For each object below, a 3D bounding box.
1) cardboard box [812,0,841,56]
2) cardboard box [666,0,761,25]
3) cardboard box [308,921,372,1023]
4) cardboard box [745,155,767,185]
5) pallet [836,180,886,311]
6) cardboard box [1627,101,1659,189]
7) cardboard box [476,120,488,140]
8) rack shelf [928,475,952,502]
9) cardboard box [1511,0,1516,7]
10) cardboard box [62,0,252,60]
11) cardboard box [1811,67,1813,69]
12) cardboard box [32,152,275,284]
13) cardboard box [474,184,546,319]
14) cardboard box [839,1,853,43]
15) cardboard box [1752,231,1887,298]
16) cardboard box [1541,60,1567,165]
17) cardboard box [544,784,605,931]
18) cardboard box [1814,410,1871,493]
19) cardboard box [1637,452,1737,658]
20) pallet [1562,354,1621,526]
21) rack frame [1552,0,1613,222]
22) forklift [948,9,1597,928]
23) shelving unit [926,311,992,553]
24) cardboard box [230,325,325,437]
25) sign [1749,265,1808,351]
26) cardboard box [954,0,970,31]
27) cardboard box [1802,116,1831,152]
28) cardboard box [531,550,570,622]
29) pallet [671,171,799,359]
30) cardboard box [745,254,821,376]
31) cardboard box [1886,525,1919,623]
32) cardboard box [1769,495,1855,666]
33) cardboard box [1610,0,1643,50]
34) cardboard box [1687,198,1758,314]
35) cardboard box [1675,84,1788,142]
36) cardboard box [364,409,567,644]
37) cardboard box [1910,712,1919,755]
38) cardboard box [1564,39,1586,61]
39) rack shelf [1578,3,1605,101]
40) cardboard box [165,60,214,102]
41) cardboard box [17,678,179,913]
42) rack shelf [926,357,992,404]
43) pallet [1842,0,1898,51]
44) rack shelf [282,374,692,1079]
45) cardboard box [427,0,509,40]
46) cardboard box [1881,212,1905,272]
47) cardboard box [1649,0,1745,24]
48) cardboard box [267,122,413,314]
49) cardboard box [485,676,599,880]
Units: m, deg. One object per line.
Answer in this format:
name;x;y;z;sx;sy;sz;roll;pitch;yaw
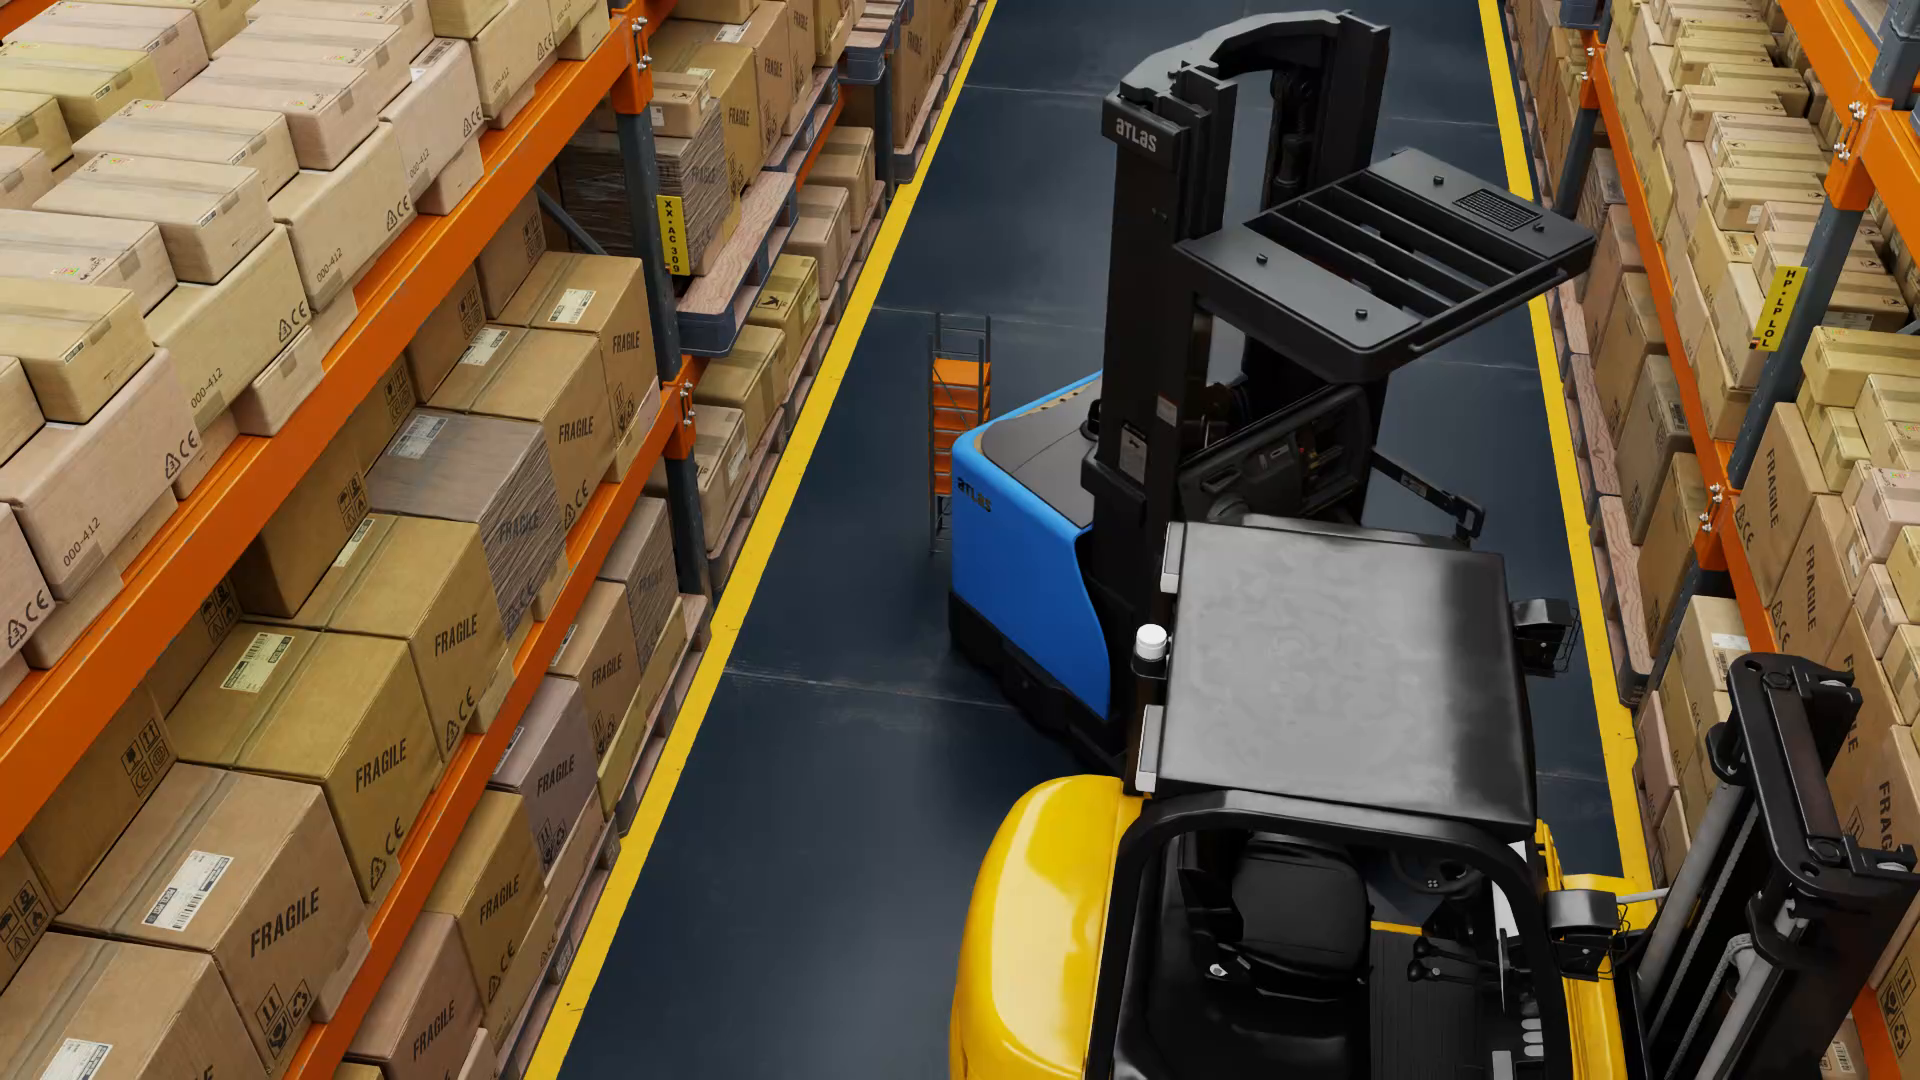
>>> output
cardboard box;-0.882;-2.718;8.139;0.500;0.500;0.500;4;40;5
cardboard box;-1.088;-2.365;7.203;0.380;0.149;0.250;9;40;10
cardboard box;-1.789;1.094;4.367;0.380;0.149;0.250;7;40;8
cardboard box;-1.086;-1.727;7.449;0.380;0.149;0.250;7;40;8
pallet;-1.049;-1.796;9.854;1.003;0.211;1.213;6;40;8
cardboard box;3.486;-1.868;7.870;0.500;0.250;0.500;5;40;6
cardboard box;-1.600;-1.213;4.803;0.380;0.149;0.250;5;40;6
rack shelf;-0.002;-0.234;7.635;0.258;0.103;0.180;6;40;8
cardboard box;4.364;-4.247;12.261;0.500;0.500;0.500;8;40;10
cardboard box;-2.116;-1.402;4.405;0.380;0.149;0.250;5;40;6
cardboard box;4.024;-2.063;7.401;0.380;0.149;0.250;6;40;7
cardboard box;-1.711;-0.688;3.543;0.380;0.149;0.250;7;40;9
cardboard box;-1.894;-1.137;5.772;0.700;0.500;0.500;6;40;7
cardboard box;-0.763;-2.698;8.624;0.380;0.149;0.250;5;40;6
cardboard box;3.153;-0.998;6.112;0.380;0.149;0.250;6;40;7
cardboard box;3.936;-2.617;10.290;0.500;0.500;0.500;6;40;7
cardboard box;-1.617;1.101;5.989;0.500;0.250;0.500;7;40;8
cardboard box;2.928;-0.261;5.221;0.380;0.149;0.250;7;40;9
cardboard box;3.365;0.119;6.883;0.875;0.625;0.625;8;40;10
pallet;3.583;-0.466;8.245;1.003;0.211;1.213;6;40;8
rack frame;3.978;-2.816;8.899;1.000;3.000;0.127;6;40;8
forklift;1.251;-0.156;5.735;1.130;2.935;3.031;-26;46;-28
shelving unit;-0.002;-0.453;7.454;0.258;1.200;0.189;6;40;8
cardboard box;-1.699;-0.384;3.800;0.380;0.149;0.250;7;40;8
sign;2.749;-0.776;5.584;0.100;0.325;0.005;6;40;8
cardboard box;-0.397;-4.249;11.970;0.875;0.875;0.875;7;40;9
cardboard box;3.903;-1.689;7.261;0.500;0.250;0.500;6;40;7
cardboard box;-1.532;0.119;5.546;0.380;0.149;0.250;6;40;7
pallet;-1.329;-1.241;7.144;1.003;0.211;1.213;6;40;8
cardboard box;-1.276;-1.218;8.698;0.950;0.372;0.625;8;40;9
cardboard box;2.782;0.109;4.540;0.380;0.149;0.250;6;40;7
cardboard box;2.878;0.234;5.132;0.500;0.500;0.500;7;40;8
cardboard box;3.636;-2.703;8.487;0.500;0.250;0.500;6;40;8
cardboard box;3.200;-1.101;6.550;0.500;0.250;0.500;5;40;7
cardboard box;3.287;-1.814;7.099;0.380;0.149;0.250;5;40;6
cardboard box;-1.604;-0.048;5.239;0.500;0.500;0.500;7;40;9
cardboard box;2.684;0.545;4.247;0.380;0.149;0.250;6;40;7
cardboard box;3.919;-2.938;10.169;0.380;0.149;0.250;5;40;6
rack shelf;4.324;-3.794;10.647;1.077;0.370;4.000;6;40;8
cardboard box;-2.129;-1.180;4.451;0.500;0.250;0.500;7;40;8
cardboard box;-2.328;0.459;3.841;0.700;0.500;0.500;7;40;8
rack shelf;-0.002;-0.697;7.252;0.258;0.103;0.180;6;40;8
pallet;3.425;-1.943;5.639;0.805;0.209;1.217;5;40;6
rack shelf;-1.950;0.681;5.233;1.077;0.370;4.000;6;40;8
cardboard box;-1.462;-1.492;4.515;0.380;0.149;0.250;8;40;9
cardboard box;3.700;-1.111;6.249;0.380;0.149;0.250;6;40;8
cardboard box;3.568;-2.606;8.057;0.380;0.149;0.250;7;40;9
cardboard box;-1.677;-0.801;3.992;0.500;0.250;0.500;7;40;9
cardboard box;-1.616;0.798;5.767;0.500;0.500;0.500;8;40;10
